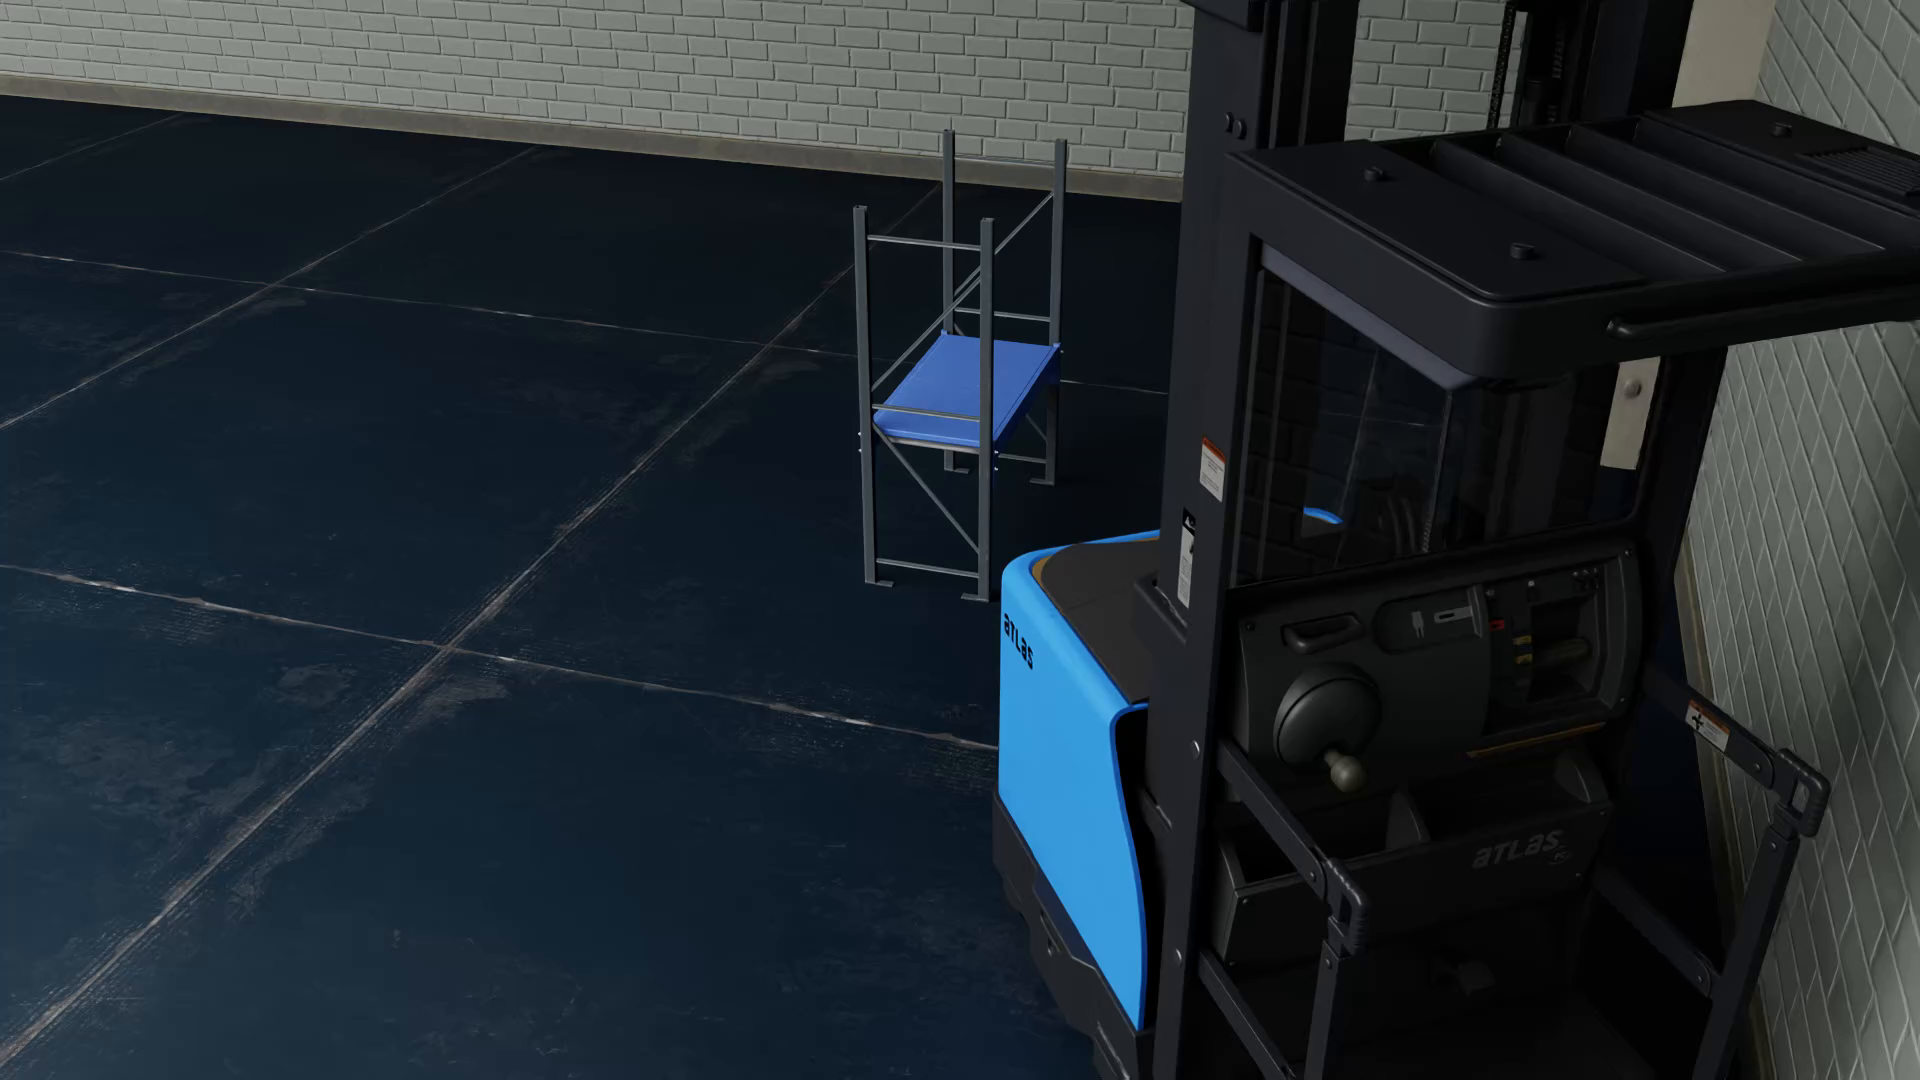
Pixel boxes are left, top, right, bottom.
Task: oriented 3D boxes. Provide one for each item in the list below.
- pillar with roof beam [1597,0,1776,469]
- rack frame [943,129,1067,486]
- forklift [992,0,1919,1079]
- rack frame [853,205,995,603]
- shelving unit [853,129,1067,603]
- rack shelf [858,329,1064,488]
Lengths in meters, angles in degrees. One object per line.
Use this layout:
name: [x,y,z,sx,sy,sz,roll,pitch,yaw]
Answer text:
pillar with roof beam: [-1.105,-4.951,6.394,9.100,9.000,0.400,8,30,15]
rack frame: [0.174,-0.931,6.881,0.500,1.500,0.032,8,30,15]
forklift: [1.057,0.297,3.201,1.130,2.935,3.031,-10,30,-17]
rack frame: [-0.124,-0.459,6.032,0.500,1.500,0.032,8,30,15]
shelving unit: [0.025,-0.695,6.457,0.538,1.500,1.048,8,30,15]
rack shelf: [0.025,-0.538,6.544,0.538,0.185,1.000,8,30,15]
